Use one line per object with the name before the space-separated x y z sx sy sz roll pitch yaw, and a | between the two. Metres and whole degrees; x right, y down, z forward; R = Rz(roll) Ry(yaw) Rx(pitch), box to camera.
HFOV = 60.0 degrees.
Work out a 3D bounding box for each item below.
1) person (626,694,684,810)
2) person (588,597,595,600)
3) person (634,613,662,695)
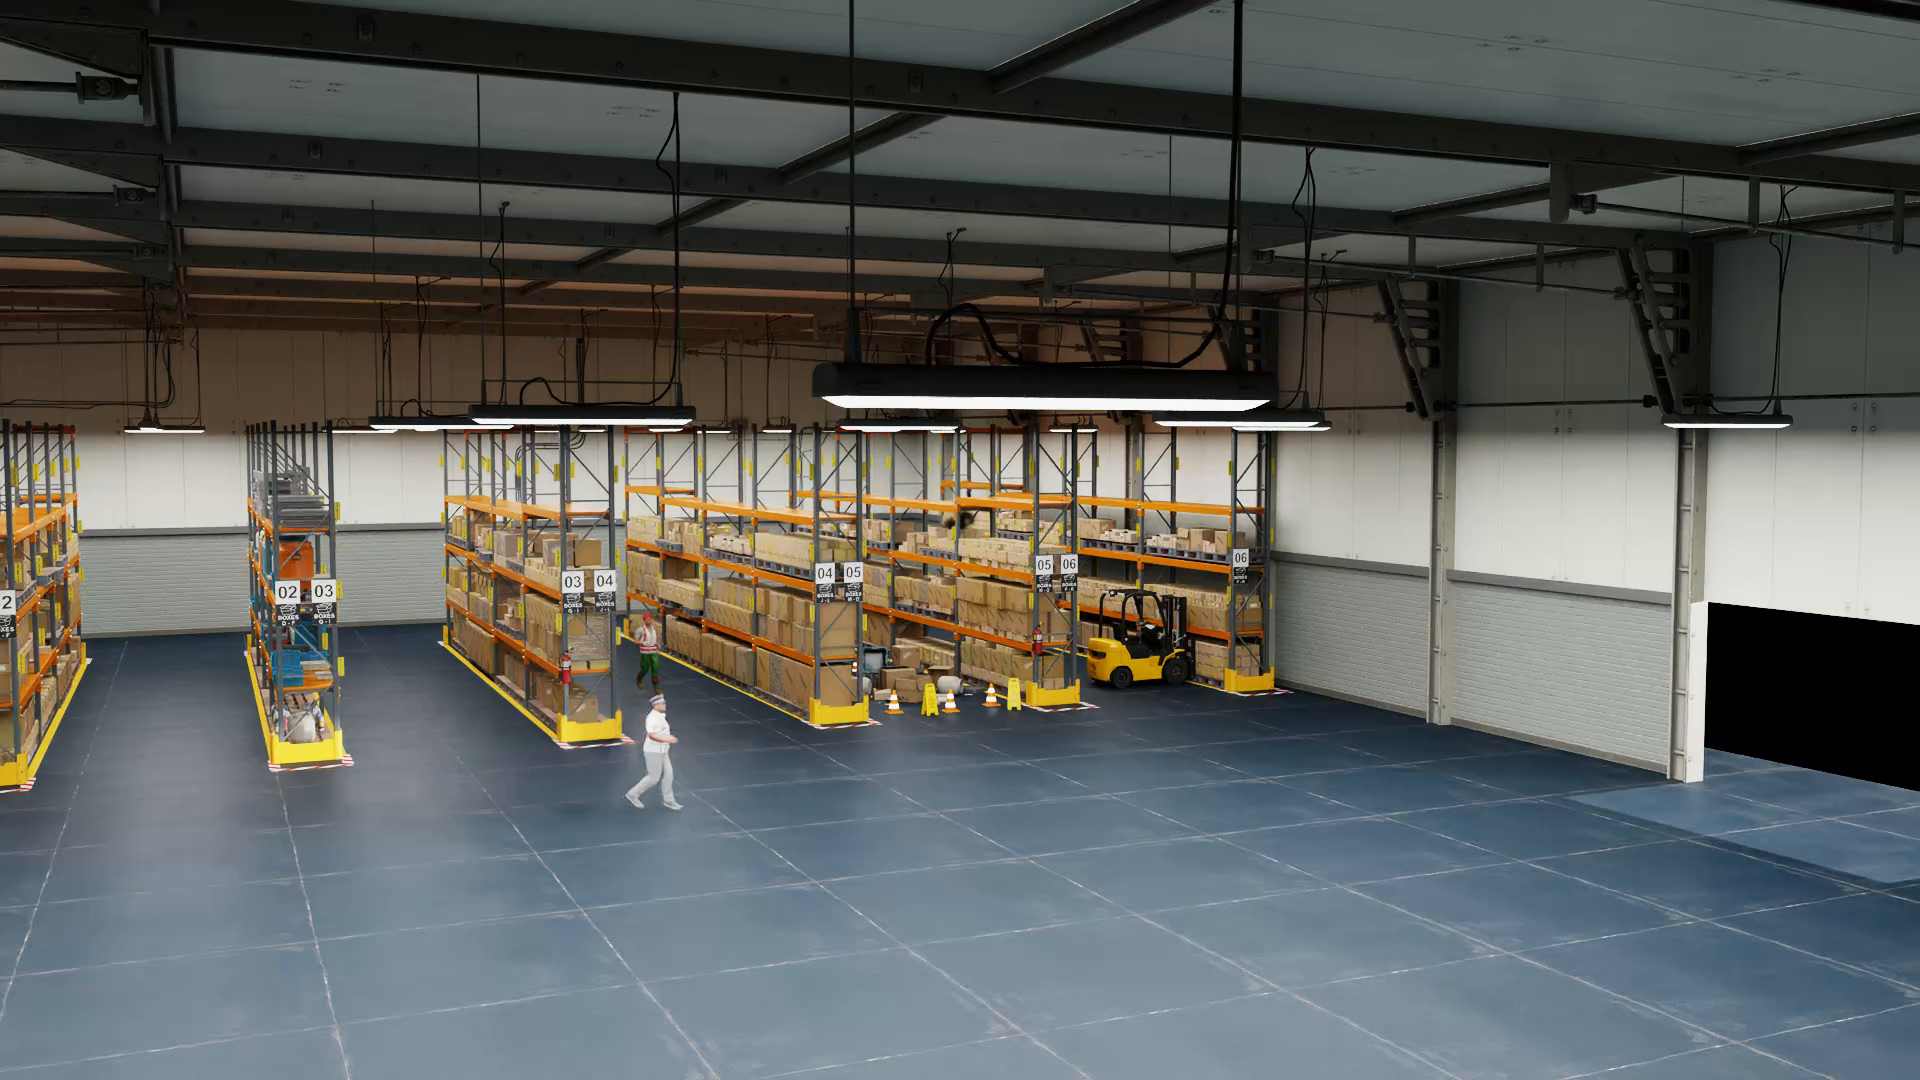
person | -4.668 3.247 25.439 0.867 1.806 0.686 0 4 0
person | -10.702 1.943 46.879 0.750 1.694 0.547 1 4 14
person | -6.885 2.505 36.737 0.654 1.783 0.988 -3 5 -38
